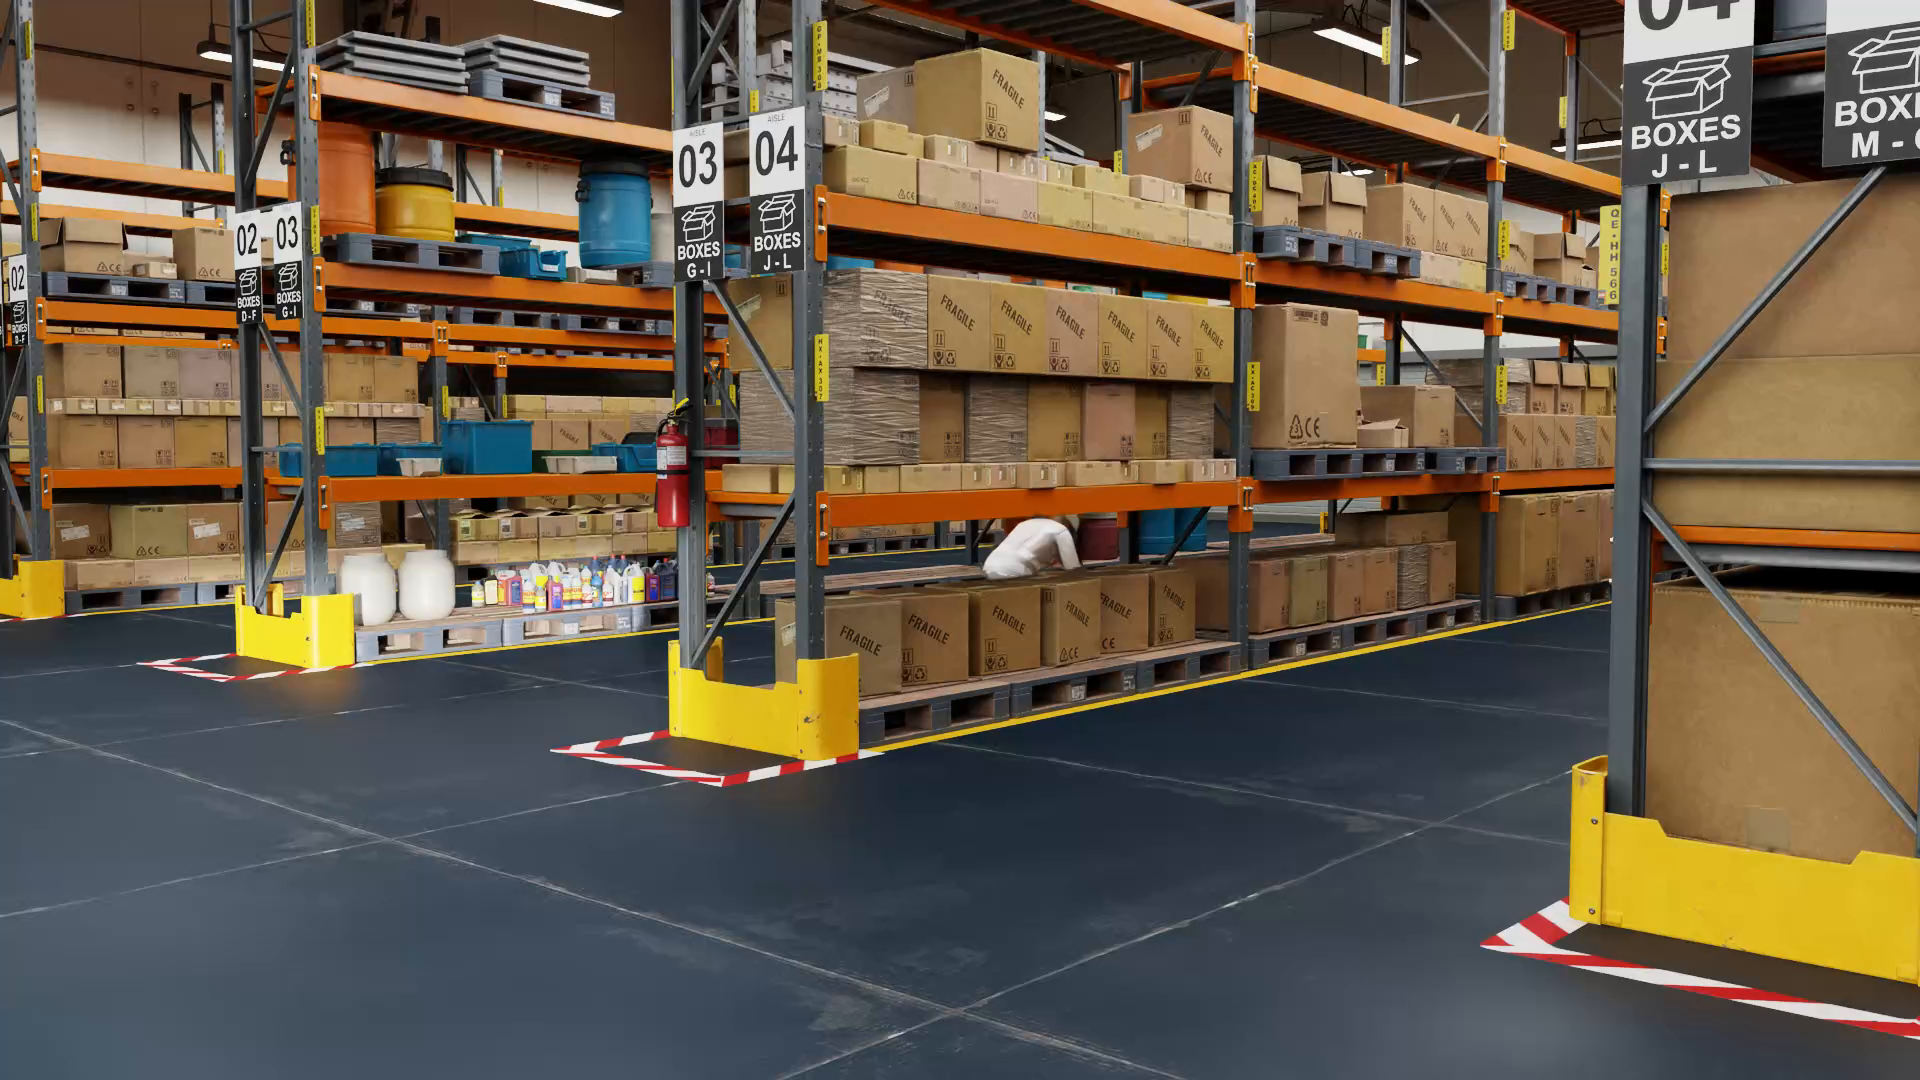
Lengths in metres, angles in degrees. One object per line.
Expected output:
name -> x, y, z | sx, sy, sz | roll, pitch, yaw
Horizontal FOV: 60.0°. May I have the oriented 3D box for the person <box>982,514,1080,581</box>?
person -> 0.571, 0.280, 12.757 | 0.882, 1.062, 0.596 | -3, 4, -35
